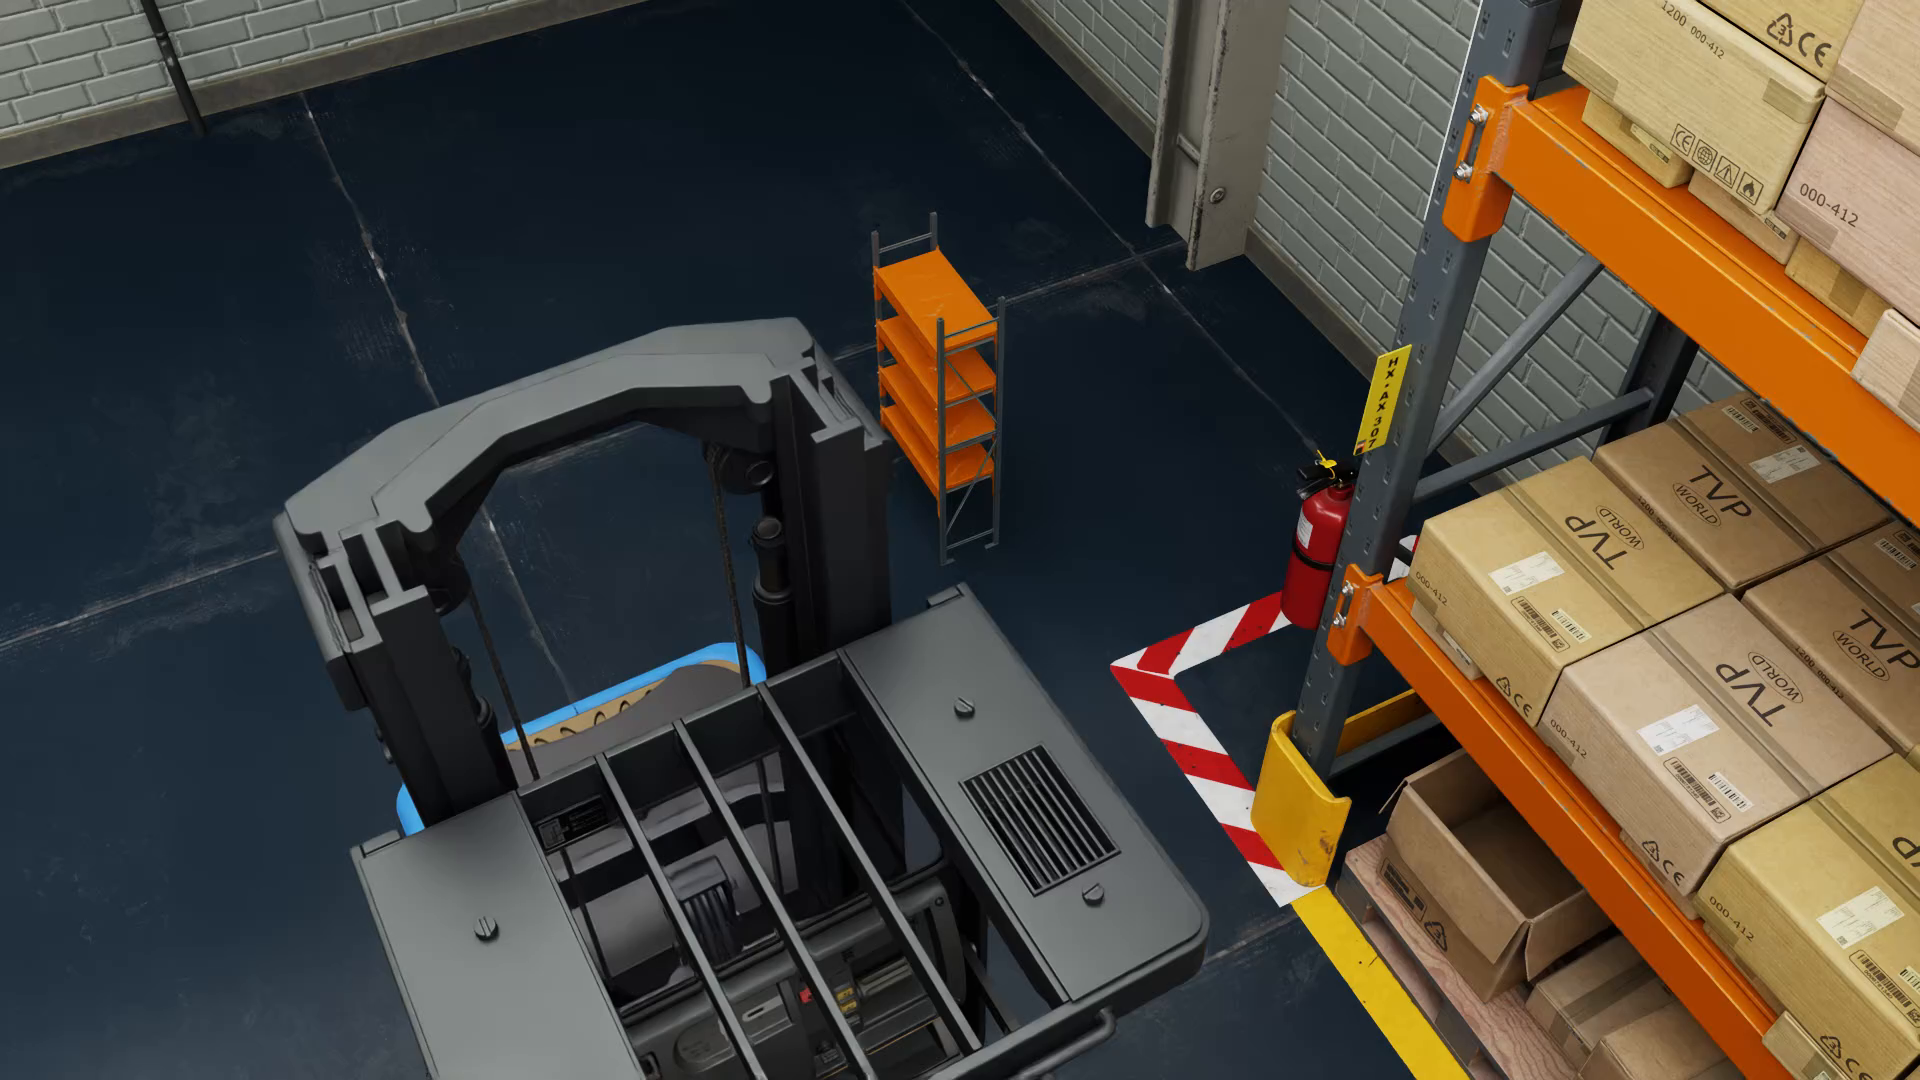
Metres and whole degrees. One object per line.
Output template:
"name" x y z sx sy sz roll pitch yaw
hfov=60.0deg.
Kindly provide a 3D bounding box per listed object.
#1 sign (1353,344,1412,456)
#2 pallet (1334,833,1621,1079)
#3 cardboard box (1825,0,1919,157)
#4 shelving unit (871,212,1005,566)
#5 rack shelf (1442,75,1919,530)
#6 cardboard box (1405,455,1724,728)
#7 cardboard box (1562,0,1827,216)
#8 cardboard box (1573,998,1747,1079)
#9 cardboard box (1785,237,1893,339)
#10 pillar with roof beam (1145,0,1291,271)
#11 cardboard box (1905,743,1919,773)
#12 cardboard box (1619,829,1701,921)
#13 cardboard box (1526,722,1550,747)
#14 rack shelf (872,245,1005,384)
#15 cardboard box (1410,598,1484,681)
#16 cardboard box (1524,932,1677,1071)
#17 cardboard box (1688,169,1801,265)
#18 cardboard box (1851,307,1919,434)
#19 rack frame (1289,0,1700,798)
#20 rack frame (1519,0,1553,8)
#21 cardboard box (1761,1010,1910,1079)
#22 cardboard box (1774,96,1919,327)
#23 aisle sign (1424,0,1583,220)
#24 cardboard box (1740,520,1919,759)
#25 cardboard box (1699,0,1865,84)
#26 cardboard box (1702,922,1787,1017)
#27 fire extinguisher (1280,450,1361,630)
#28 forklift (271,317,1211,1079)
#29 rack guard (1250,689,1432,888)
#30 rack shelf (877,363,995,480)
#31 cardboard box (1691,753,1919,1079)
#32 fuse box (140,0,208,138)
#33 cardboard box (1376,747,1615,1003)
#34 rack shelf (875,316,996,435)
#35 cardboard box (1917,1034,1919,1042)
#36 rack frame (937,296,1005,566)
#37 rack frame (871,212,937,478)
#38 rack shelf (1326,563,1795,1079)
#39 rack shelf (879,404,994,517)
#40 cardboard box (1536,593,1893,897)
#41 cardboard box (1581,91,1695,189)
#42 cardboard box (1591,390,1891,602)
"sign" 1.010 -0.331 3.972 0.100 0.325 0.005 -21 52 -18
"pallet" 1.893 1.269 5.000 1.003 0.211 1.213 -21 52 -18
"cardboard box" 1.688 -0.703 2.449 0.500 0.250 0.500 -22 52 -18
"shelving unit" -0.076 -0.506 5.895 0.258 1.200 0.503 -21 52 -18
"rack shelf" 2.408 0.355 2.432 1.077 0.370 4.000 -21 52 -18
"cardboard box" 1.461 0.115 4.059 0.500 0.250 0.500 -21 52 -17
"cardboard box" 1.453 -0.878 2.934 0.500 0.250 0.500 -22 52 -18
"cardboard box" 2.045 1.479 4.345 0.700 0.500 0.500 -19 52 -16
"cardboard box" 1.677 -0.500 2.869 0.380 0.149 0.250 -21 52 -17
"pillar with roof beam" -2.768 -2.840 2.756 9.100 9.000 0.400 -21 52 -18
"cardboard box" 2.396 0.613 3.623 0.500 0.250 0.500 -20 52 -16
"cardboard box" 1.769 0.673 3.836 0.380 0.149 0.250 -20 52 -16
"cardboard box" 1.557 0.318 4.146 0.380 0.149 0.250 -20 52 -17
"rack shelf" -0.076 -0.764 5.599 0.258 0.148 0.480 -21 52 -18
"cardboard box" 1.399 0.164 4.281 0.380 0.149 0.250 -22 52 -18
"cardboard box" 1.848 1.307 4.729 0.380 0.149 0.250 -23 53 -19
"cardboard box" 1.575 -0.678 3.024 0.380 0.149 0.250 -20 52 -17
"cardboard box" 1.700 -0.298 2.692 0.380 0.149 0.250 -20 52 -17
"rack frame" 1.493 -0.233 4.461 1.000 3.000 0.127 -21 52 -18
"rack frame" 1.493 -2.208 2.203 1.000 3.000 0.127 -21 52 -18
"cardboard box" 1.944 1.043 3.511 0.380 0.149 0.250 -23 53 -19
"cardboard box" 1.704 -0.545 2.643 0.500 0.250 0.500 -20 52 -17
"aisle sign" 1.200 -1.033 3.434 0.394 0.787 0.004 -21 52 -18
"cardboard box" 2.174 0.280 3.914 0.500 0.250 0.500 -21 52 -17
"cardboard box" 1.472 -1.050 2.753 0.500 0.250 0.500 -22 52 -18
"cardboard box" 1.895 0.848 3.682 0.380 0.149 0.250 -20 52 -17
"fire extinguisher" 1.014 -0.024 4.577 0.296 0.674 0.183 -21 52 -18
"forklift" -0.310 1.147 3.299 1.130 2.935 3.031 -23 53 -19
"rack guard" 1.527 0.641 5.357 1.175 0.500 0.348 -21 52 -18
"rack shelf" -0.076 -0.462 5.946 0.258 0.148 0.480 -21 52 -18
"cardboard box" 1.926 0.790 3.468 0.500 0.250 0.500 -22 52 -18
"fuse box" -3.586 -2.488 7.290 0.539 1.711 0.414 -21 52 -18
"cardboard box" 1.688 0.893 4.856 0.797 0.503 0.637 -23 53 -19
"rack shelf" -0.076 -0.609 5.778 0.258 0.148 0.480 -21 52 -18
"cardboard box" 2.147 0.872 2.899 0.500 0.500 0.500 -20 52 -17
"rack frame" 0.036 -0.342 5.752 0.240 1.200 0.015 -21 52 -18
"rack frame" -0.187 -0.669 6.038 0.240 1.200 0.015 -21 52 -18
"rack shelf" 2.408 1.342 3.561 1.077 0.370 4.000 -21 52 -18
"rack shelf" -0.076 -0.331 6.095 0.258 0.148 0.480 -21 52 -18
"cardboard box" 1.692 0.452 3.764 0.500 0.250 0.500 -21 52 -17
"cardboard box" 1.432 -0.844 3.170 0.380 0.149 0.250 -20 52 -17
"cardboard box" 1.939 -0.065 4.216 0.500 0.250 0.500 -20 52 -16
